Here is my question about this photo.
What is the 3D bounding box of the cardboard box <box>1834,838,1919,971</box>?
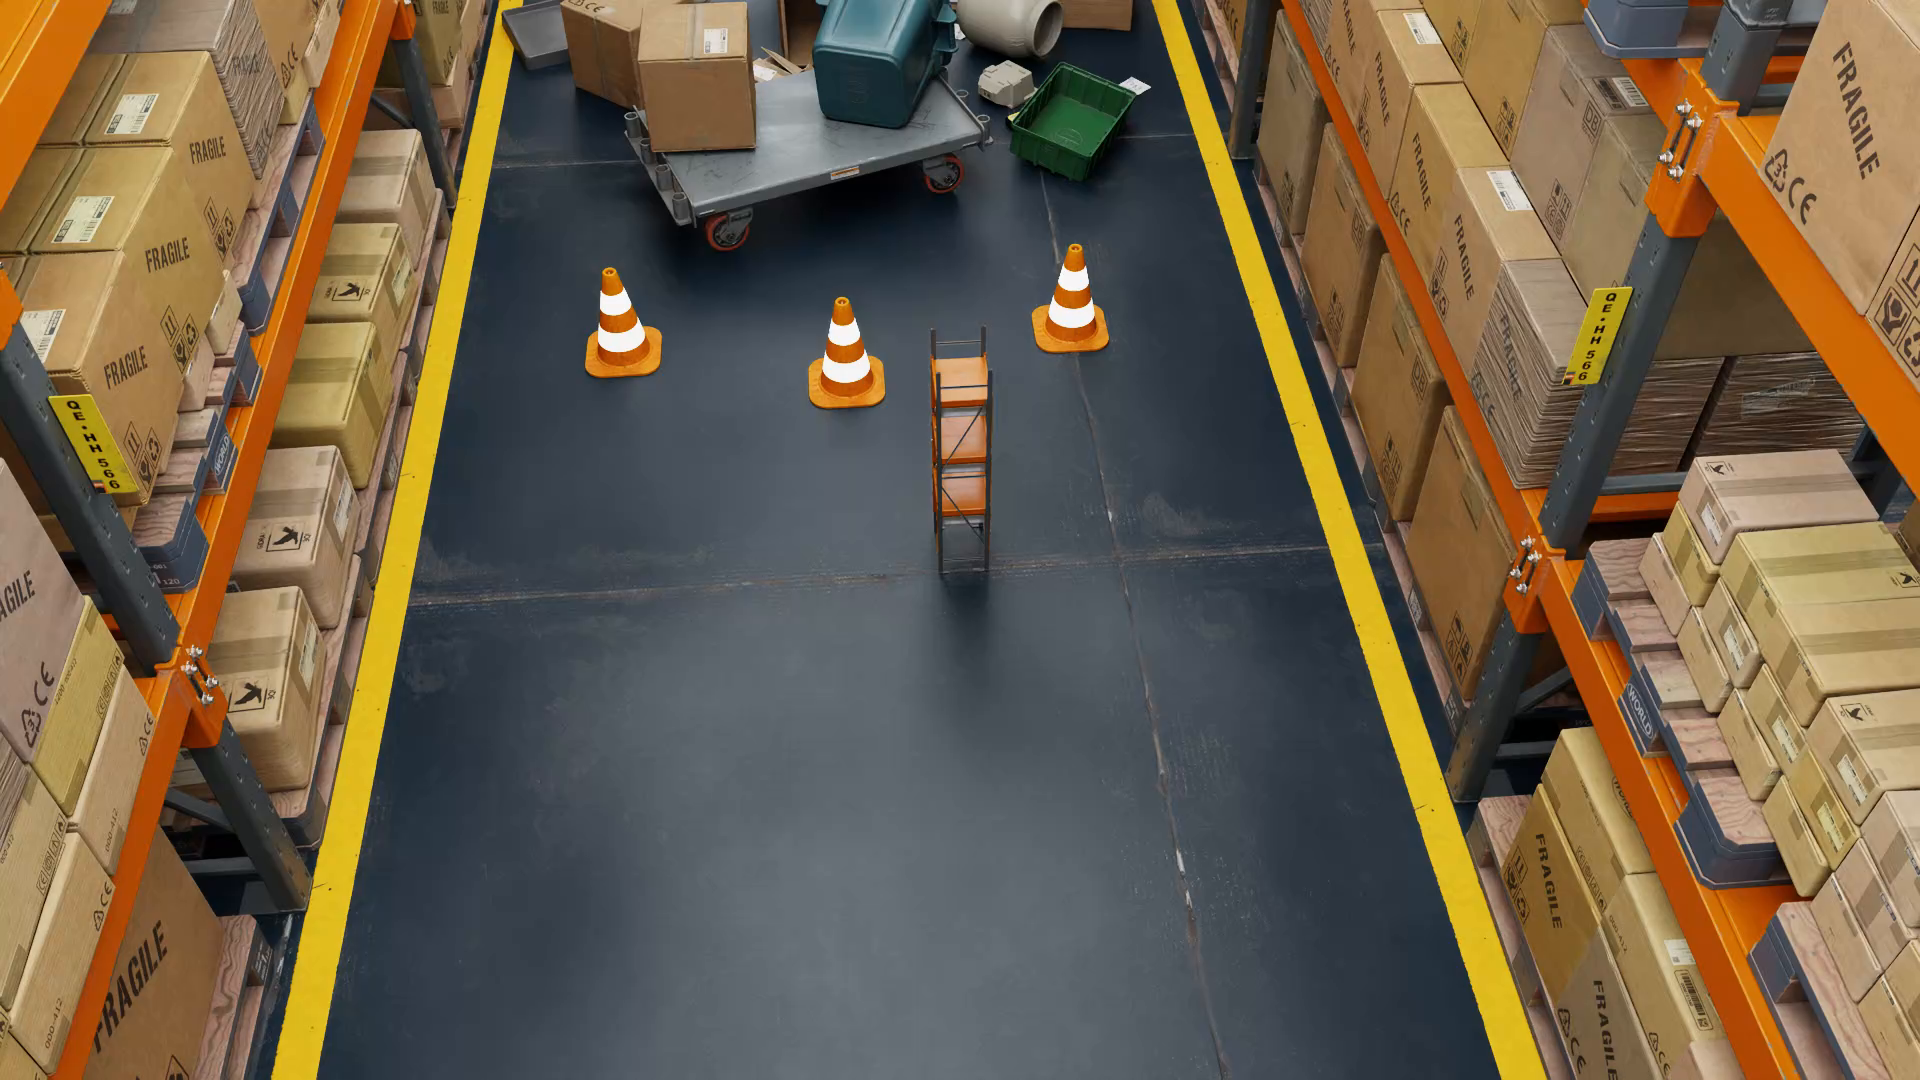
[{"bbox_3d":[2.167,0.780,3.624,0.380,0.149,0.250,-3,47,-3],"label":"cardboard box"}]

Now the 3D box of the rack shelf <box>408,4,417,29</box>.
[{"bbox_3d":[-3.192,-3.893,8.866,1.077,0.370,4.000,-3,47,-3],"label":"rack shelf"}]

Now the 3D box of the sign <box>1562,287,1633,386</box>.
[{"bbox_3d":[1.682,-0.535,4.393,0.100,0.325,0.005,-3,47,-3],"label":"sign"}]

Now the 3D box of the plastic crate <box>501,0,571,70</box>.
[{"bbox_3d":[-2.339,-2.875,9.418,0.402,0.080,0.583,-19,49,-17],"label":"plastic crate"}]

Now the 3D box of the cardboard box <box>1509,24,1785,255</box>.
[{"bbox_3d":[2.163,-1.243,5.103,0.700,0.500,0.500,-4,47,-4],"label":"cardboard box"}]

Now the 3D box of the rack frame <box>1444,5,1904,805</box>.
[{"bbox_3d":[2.234,-0.173,4.848,1.000,3.000,0.127,-3,47,-3],"label":"rack frame"}]

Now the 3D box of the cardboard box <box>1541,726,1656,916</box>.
[{"bbox_3d":[2.051,0.798,4.844,0.500,0.250,0.500,-5,47,-5],"label":"cardboard box"}]

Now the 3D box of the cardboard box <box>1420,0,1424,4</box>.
[{"bbox_3d":[2.034,-2.349,6.151,0.700,0.500,0.500,-3,47,-3],"label":"cardboard box"}]

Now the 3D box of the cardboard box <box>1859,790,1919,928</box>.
[{"bbox_3d":[2.167,0.670,3.524,0.380,0.149,0.250,-2,47,-1],"label":"cardboard box"}]

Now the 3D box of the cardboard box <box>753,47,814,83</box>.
[{"bbox_3d":[-0.954,-2.473,8.909,0.258,0.266,0.396,-36,56,-29],"label":"cardboard box"}]

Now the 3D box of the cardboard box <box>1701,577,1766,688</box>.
[{"bbox_3d":[2.100,0.225,4.150,0.380,0.149,0.250,-1,47,-1],"label":"cardboard box"}]

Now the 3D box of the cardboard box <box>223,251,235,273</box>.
[{"bbox_3d":[-2.599,-0.881,5.402,0.380,0.149,0.250,-1,47,-1],"label":"cardboard box"}]

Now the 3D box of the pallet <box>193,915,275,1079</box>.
[{"bbox_3d":[-2.699,1.735,4.962,1.003,0.211,1.213,-3,47,-3],"label":"pallet"}]

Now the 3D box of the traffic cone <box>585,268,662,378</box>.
[{"bbox_3d":[-1.526,-1.009,7.387,0.336,0.463,0.334,-3,47,-3],"label":"traffic cone"}]

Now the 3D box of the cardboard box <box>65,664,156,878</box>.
[{"bbox_3d":[-2.389,0.603,4.217,0.500,0.250,0.500,-5,47,-5],"label":"cardboard box"}]

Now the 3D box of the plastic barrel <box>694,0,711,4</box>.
[{"bbox_3d":[-1.678,-3.299,9.583,0.512,0.421,0.421,27,52,23],"label":"plastic barrel"}]

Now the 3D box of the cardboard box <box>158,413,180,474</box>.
[{"bbox_3d":[-2.522,-0.310,4.862,0.380,0.149,0.250,-6,47,-6],"label":"cardboard box"}]

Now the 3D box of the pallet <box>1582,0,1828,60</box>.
[{"bbox_3d":[2.128,-1.602,4.266,1.213,0.211,1.003,-2,47,-1],"label":"pallet"}]

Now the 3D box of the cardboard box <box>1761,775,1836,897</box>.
[{"bbox_3d":[2.140,0.689,3.915,0.380,0.149,0.250,-2,47,-1],"label":"cardboard box"}]

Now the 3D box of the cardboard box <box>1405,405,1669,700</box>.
[{"bbox_3d":[2.273,0.010,5.935,1.050,0.750,0.750,-4,47,-4],"label":"cardboard box"}]

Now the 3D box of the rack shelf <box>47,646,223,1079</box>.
[{"bbox_3d":[-2.522,1.895,3.385,1.077,0.370,4.000,-3,47,-3],"label":"rack shelf"}]

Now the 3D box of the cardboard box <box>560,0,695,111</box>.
[{"bbox_3d":[-1.758,-2.692,8.954,0.500,0.500,0.500,27,52,23],"label":"cardboard box"}]

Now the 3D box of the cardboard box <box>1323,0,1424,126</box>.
[{"bbox_3d":[1.758,-1.978,6.488,0.500,0.500,0.500,-4,47,-4],"label":"cardboard box"}]

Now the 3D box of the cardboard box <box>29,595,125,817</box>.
[{"bbox_3d":[-2.396,0.415,4.050,0.500,0.250,0.500,-4,47,-3],"label":"cardboard box"}]

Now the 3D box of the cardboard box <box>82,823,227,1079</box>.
[{"bbox_3d":[-2.715,1.292,4.635,0.875,0.875,0.875,-4,47,-4],"label":"cardboard box"}]

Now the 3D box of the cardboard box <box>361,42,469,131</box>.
[{"bbox_3d":[-2.805,-2.335,8.500,0.500,0.250,0.500,-5,47,-5],"label":"cardboard box"}]

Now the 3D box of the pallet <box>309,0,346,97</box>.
[{"bbox_3d":[-3.106,-2.065,6.772,1.003,0.211,1.213,-3,47,-3],"label":"pallet"}]

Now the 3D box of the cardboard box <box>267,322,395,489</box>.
[{"bbox_3d":[-2.855,-0.532,6.708,0.950,0.372,0.625,-2,47,-2],"label":"cardboard box"}]

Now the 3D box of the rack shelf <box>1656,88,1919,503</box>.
[{"bbox_3d":[2.402,0.490,2.650,1.077,0.370,4.000,-3,47,-3],"label":"rack shelf"}]

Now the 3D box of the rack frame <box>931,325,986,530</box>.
[{"bbox_3d":[-0.006,-0.411,6.416,0.200,1.050,0.008,-3,47,-3],"label":"rack frame"}]

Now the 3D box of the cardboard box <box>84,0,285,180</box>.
[{"bbox_3d":[-2.633,-1.543,5.582,0.500,0.500,0.500,-5,47,-5],"label":"cardboard box"}]

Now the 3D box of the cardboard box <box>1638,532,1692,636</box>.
[{"bbox_3d":[2.071,0.105,4.469,0.380,0.149,0.250,-4,47,-4],"label":"cardboard box"}]

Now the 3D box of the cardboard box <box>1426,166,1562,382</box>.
[{"bbox_3d":[1.889,-0.878,5.447,0.500,0.500,0.500,-3,47,-3],"label":"cardboard box"}]

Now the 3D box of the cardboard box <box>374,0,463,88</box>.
[{"bbox_3d":[-2.805,-2.593,8.228,0.500,0.500,0.500,-1,47,-1],"label":"cardboard box"}]

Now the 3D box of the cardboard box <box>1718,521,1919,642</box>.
[{"bbox_3d":[2.105,0.105,4.059,0.380,0.149,0.250,-5,47,-4],"label":"cardboard box"}]

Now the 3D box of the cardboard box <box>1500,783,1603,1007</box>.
[{"bbox_3d":[2.039,1.069,5.104,0.500,0.500,0.500,-5,47,-5],"label":"cardboard box"}]

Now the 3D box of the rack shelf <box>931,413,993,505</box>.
[{"bbox_3d":[0.004,-0.315,6.340,0.215,0.259,0.240,-3,47,-3],"label":"rack shelf"}]

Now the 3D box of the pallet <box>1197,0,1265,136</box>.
[{"bbox_3d":[1.914,-2.663,9.127,1.003,0.211,1.213,-3,47,-3],"label":"pallet"}]

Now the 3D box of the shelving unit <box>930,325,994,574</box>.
[{"bbox_3d":[0.004,-0.322,6.332,0.215,1.050,0.252,-3,47,-3],"label":"shelving unit"}]

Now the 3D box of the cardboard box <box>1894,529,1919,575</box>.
[{"bbox_3d":[2.734,0.098,4.475,0.380,0.149,0.250,-3,47,-3],"label":"cardboard box"}]

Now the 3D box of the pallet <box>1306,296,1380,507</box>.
[{"bbox_3d":[2.144,-0.670,7.239,1.003,0.211,1.213,-3,47,-3],"label":"pallet"}]

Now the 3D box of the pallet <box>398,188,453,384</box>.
[{"bbox_3d":[-2.958,-1.171,7.714,1.003,0.211,1.213,-3,47,-3],"label":"pallet"}]

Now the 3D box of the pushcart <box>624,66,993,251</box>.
[{"bbox_3d":[-0.757,-1.966,8.352,1.648,0.377,0.936,-19,49,-17],"label":"pushcart"}]

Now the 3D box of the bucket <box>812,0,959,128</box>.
[{"bbox_3d":[-0.409,-2.423,8.186,0.726,0.611,0.620,11,58,10],"label":"bucket"}]

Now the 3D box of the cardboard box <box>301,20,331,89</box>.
[{"bbox_3d":[-2.620,-1.835,6.306,0.380,0.149,0.250,-3,47,-3],"label":"cardboard box"}]

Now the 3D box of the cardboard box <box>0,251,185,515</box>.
[{"bbox_3d":[-2.497,-0.420,4.519,0.500,0.500,0.500,-5,47,-4],"label":"cardboard box"}]

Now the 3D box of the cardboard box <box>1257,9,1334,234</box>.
[{"bbox_3d":[2.041,-1.994,7.833,1.050,0.750,0.750,-4,47,-3],"label":"cardboard box"}]
